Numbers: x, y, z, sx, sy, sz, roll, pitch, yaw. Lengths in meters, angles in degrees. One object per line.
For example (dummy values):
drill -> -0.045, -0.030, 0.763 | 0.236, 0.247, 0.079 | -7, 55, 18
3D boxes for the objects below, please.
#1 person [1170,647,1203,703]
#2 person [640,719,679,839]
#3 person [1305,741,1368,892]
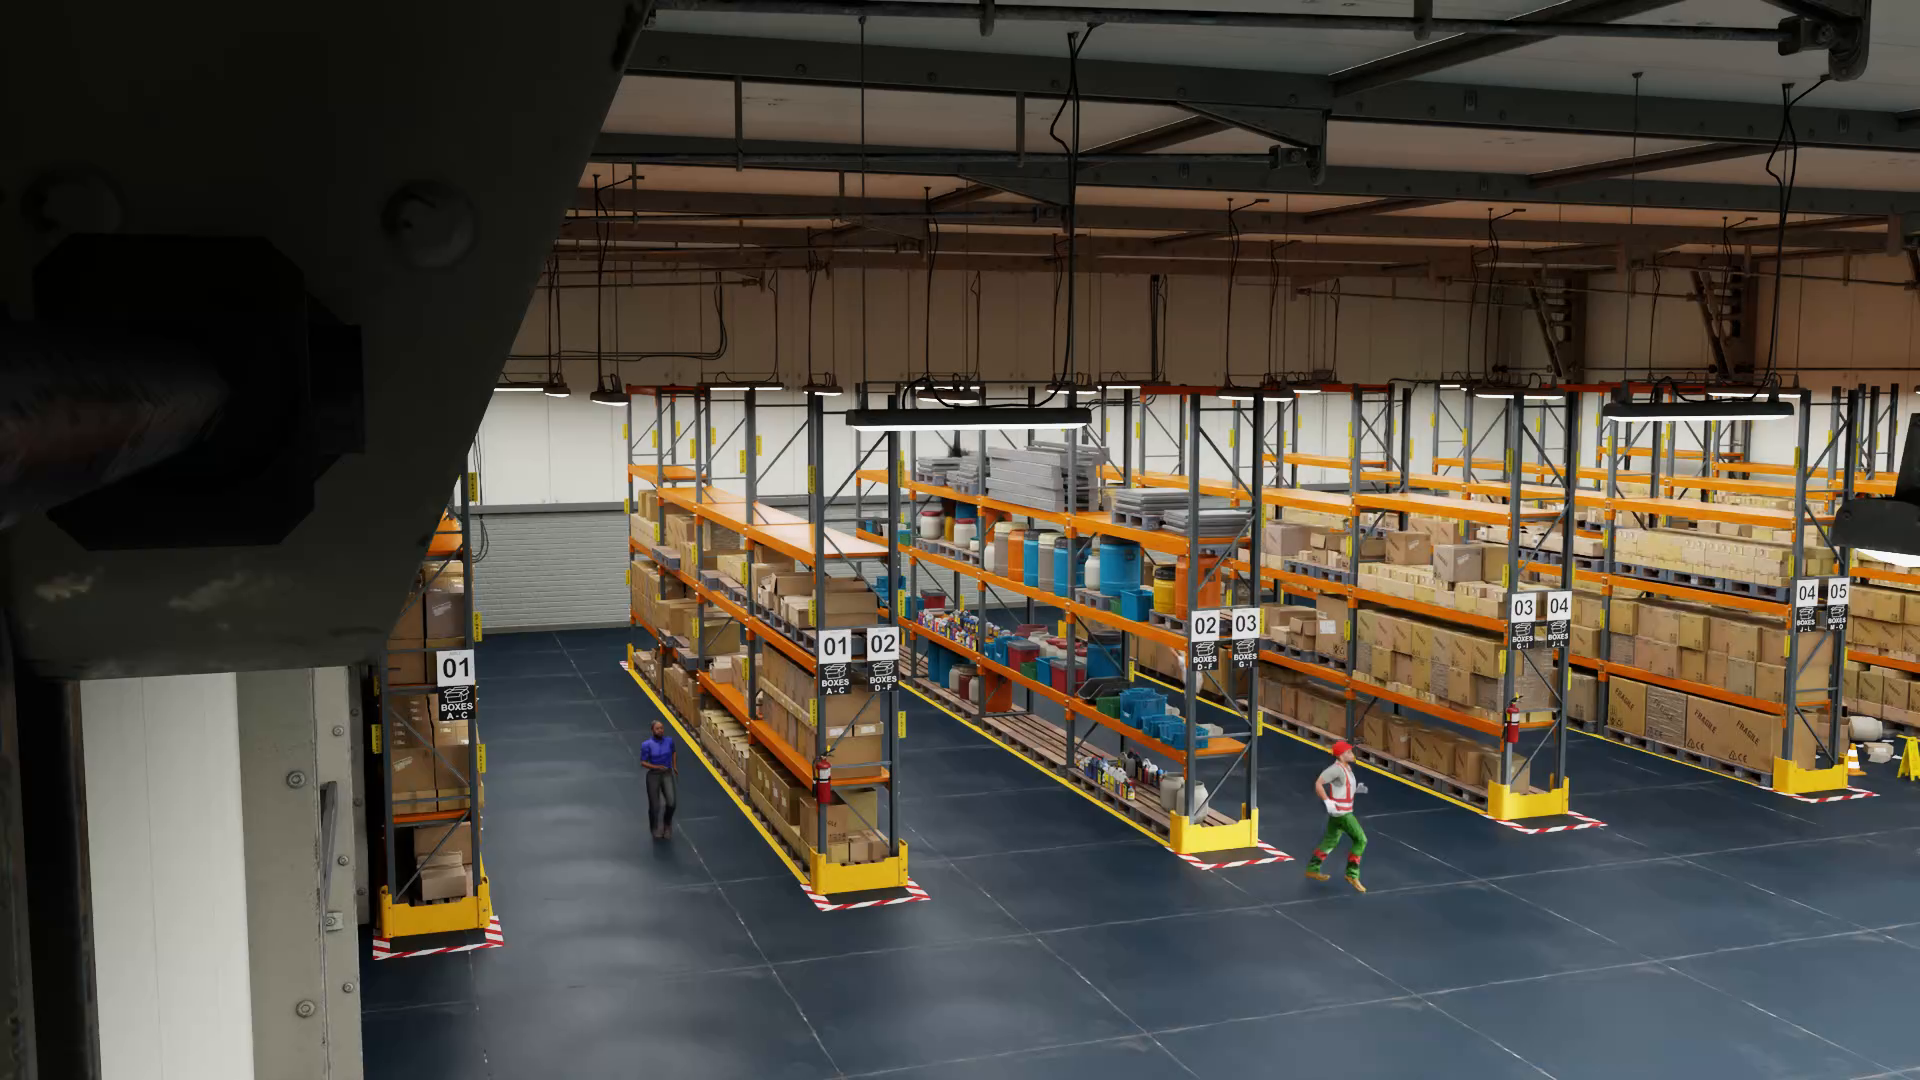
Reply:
person -> 4.133, 2.276, 30.215 | 0.666, 1.748, 0.604 | -2, 6, -20
person -> -3.998, 3.219, 22.268 | 0.549, 1.615, 0.649 | -3, 6, -24
person -> 4.606, 3.344, 20.316 | 0.736, 1.815, 0.650 | 1, 6, 14
